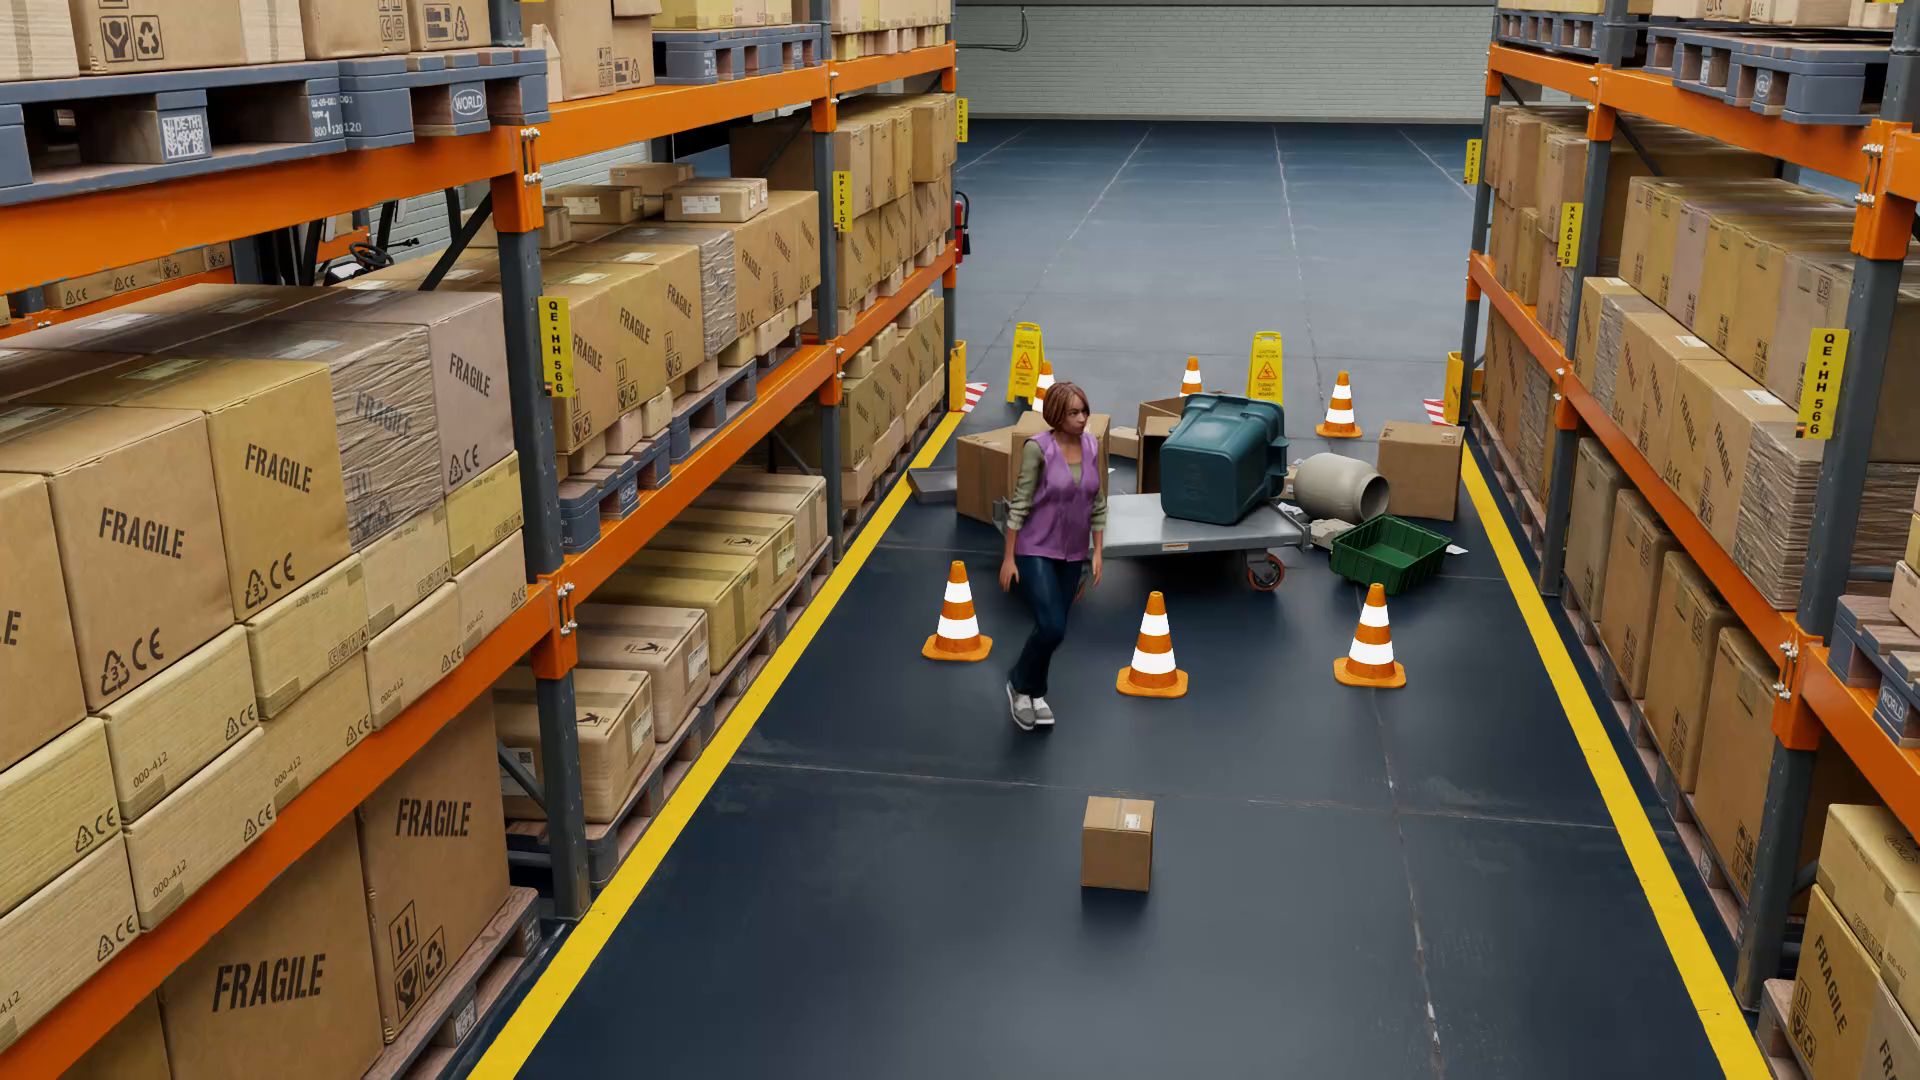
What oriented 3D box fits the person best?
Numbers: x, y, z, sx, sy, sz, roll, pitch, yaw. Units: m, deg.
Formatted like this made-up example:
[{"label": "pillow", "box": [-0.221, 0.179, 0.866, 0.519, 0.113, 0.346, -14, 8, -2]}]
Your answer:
[{"label": "person", "box": [0.391, 0.074, 7.300, 0.501, 1.586, 0.443, -11, 21, -29]}]
